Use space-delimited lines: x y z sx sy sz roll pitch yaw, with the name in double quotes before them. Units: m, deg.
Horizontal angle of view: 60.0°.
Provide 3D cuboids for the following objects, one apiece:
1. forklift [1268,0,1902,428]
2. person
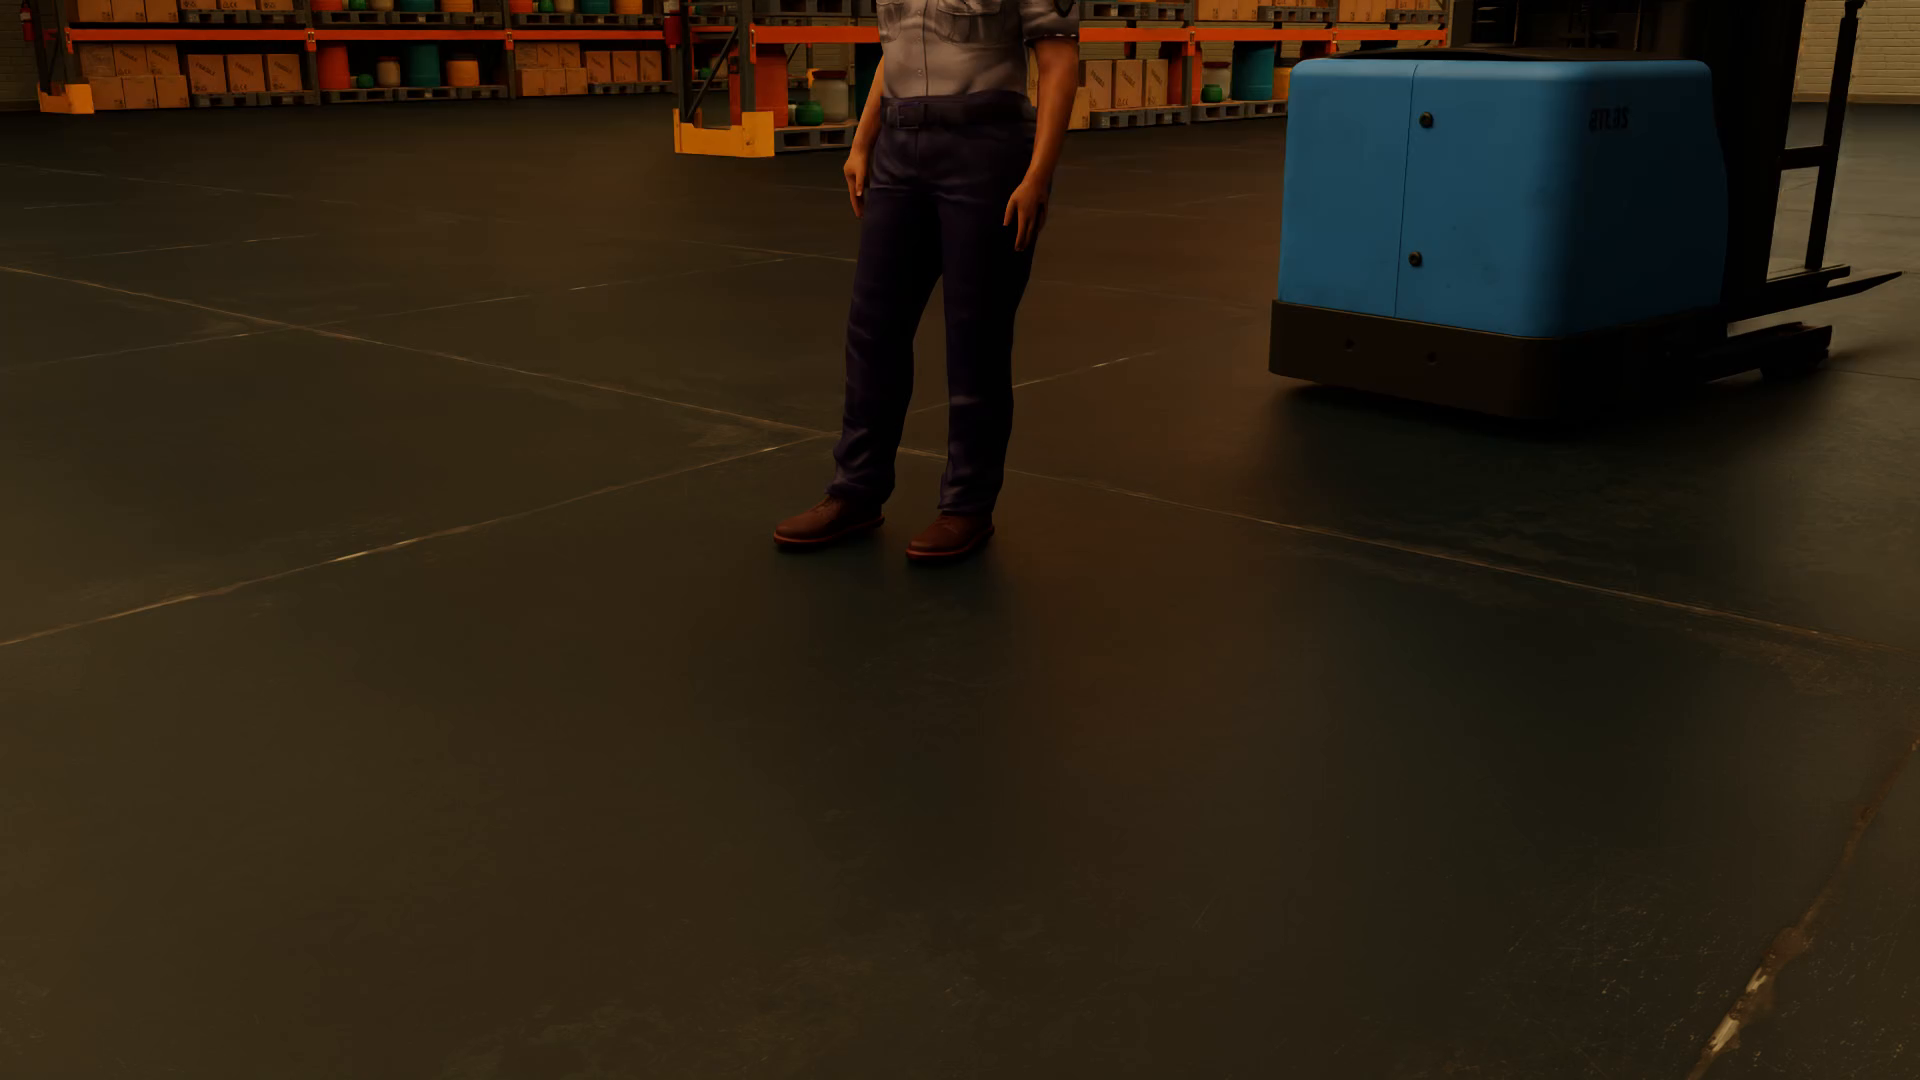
"forklift" 2.477 -2.071 5.718 3.031 2.935 1.130 -14 22 -39
"person" -0.074 -0.780 3.648 0.599 1.650 0.503 13 21 37
